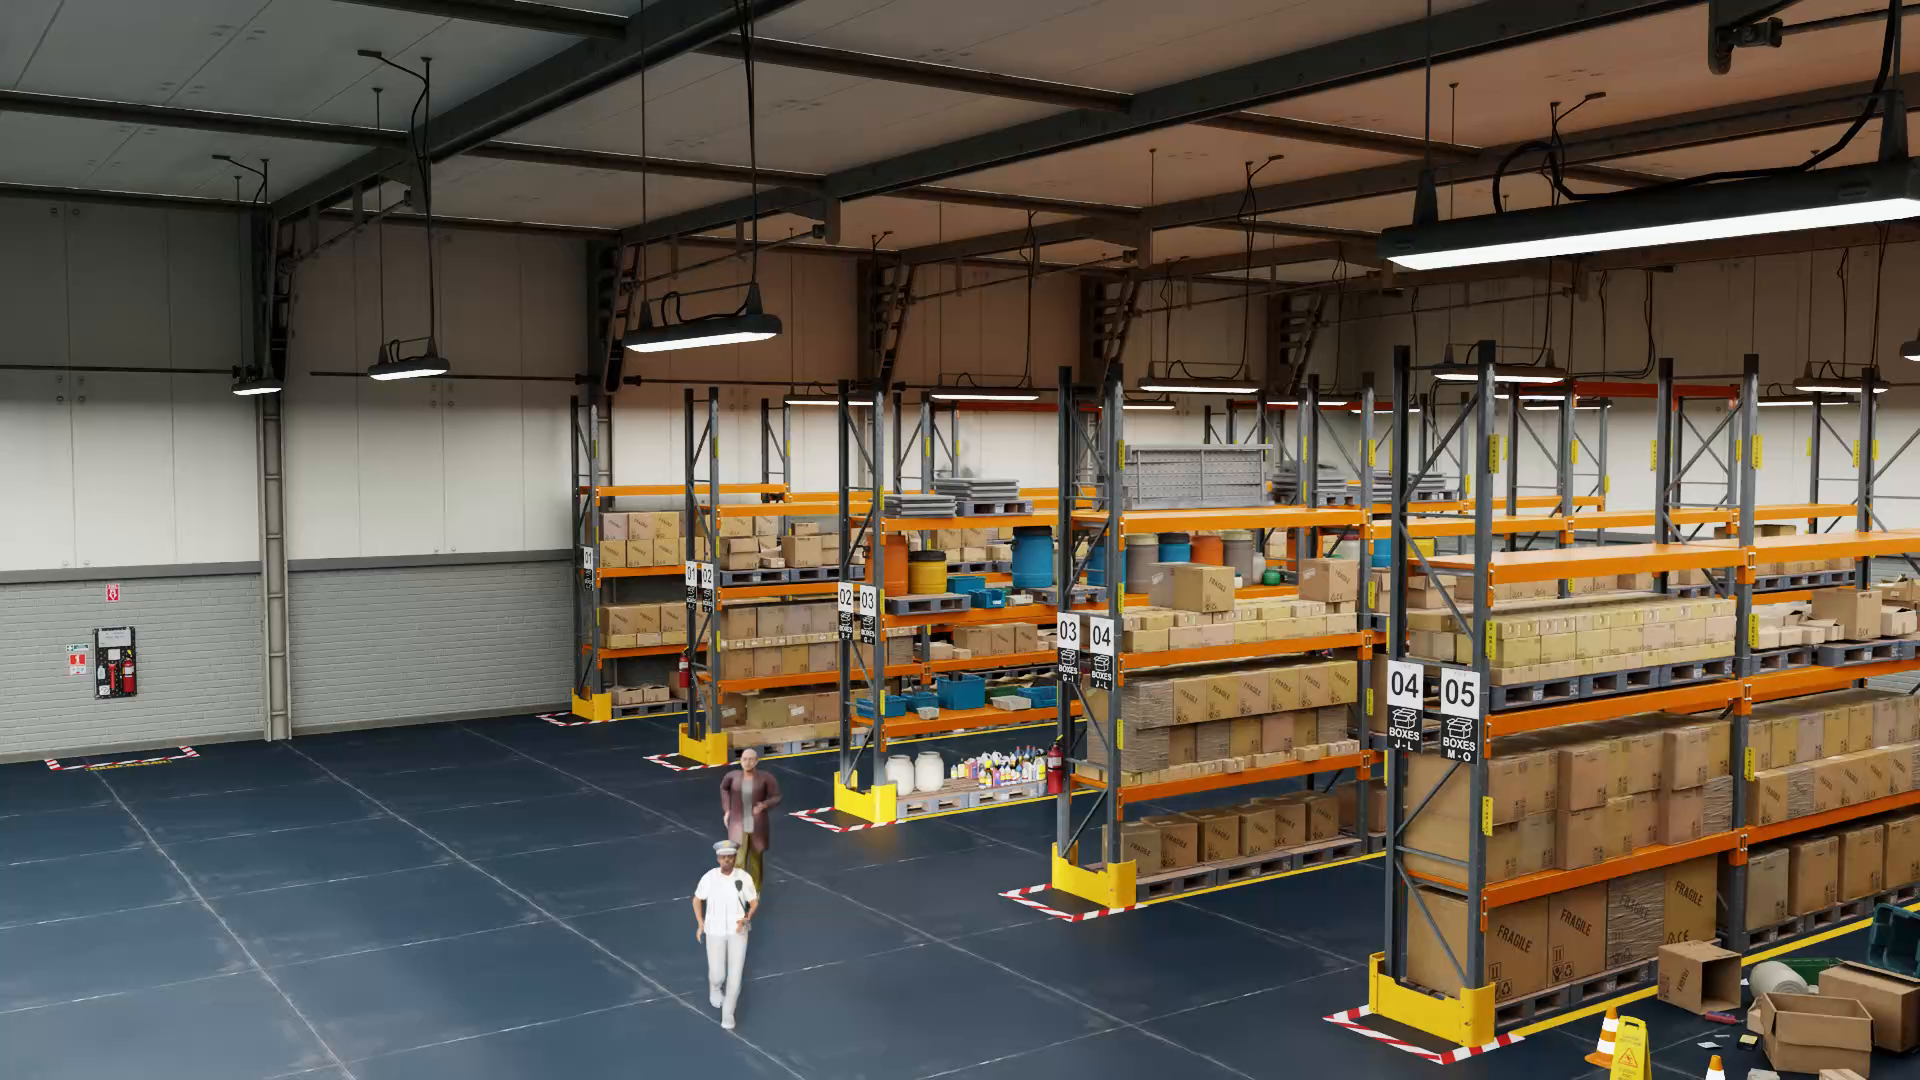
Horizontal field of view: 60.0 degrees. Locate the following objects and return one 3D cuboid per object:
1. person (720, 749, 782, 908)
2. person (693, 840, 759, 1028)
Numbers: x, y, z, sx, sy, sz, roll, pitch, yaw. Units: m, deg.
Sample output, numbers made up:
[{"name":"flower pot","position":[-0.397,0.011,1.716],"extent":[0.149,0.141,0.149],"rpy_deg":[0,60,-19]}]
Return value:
[{"name":"person","position":[-2.290,3.193,18.202],"extent":[0.689,1.846,0.848],"rpy_deg":[0,3,-4]},{"name":"person","position":[-2.060,3.459,14.659],"extent":[0.574,1.658,0.558],"rpy_deg":[-1,3,-10]}]
